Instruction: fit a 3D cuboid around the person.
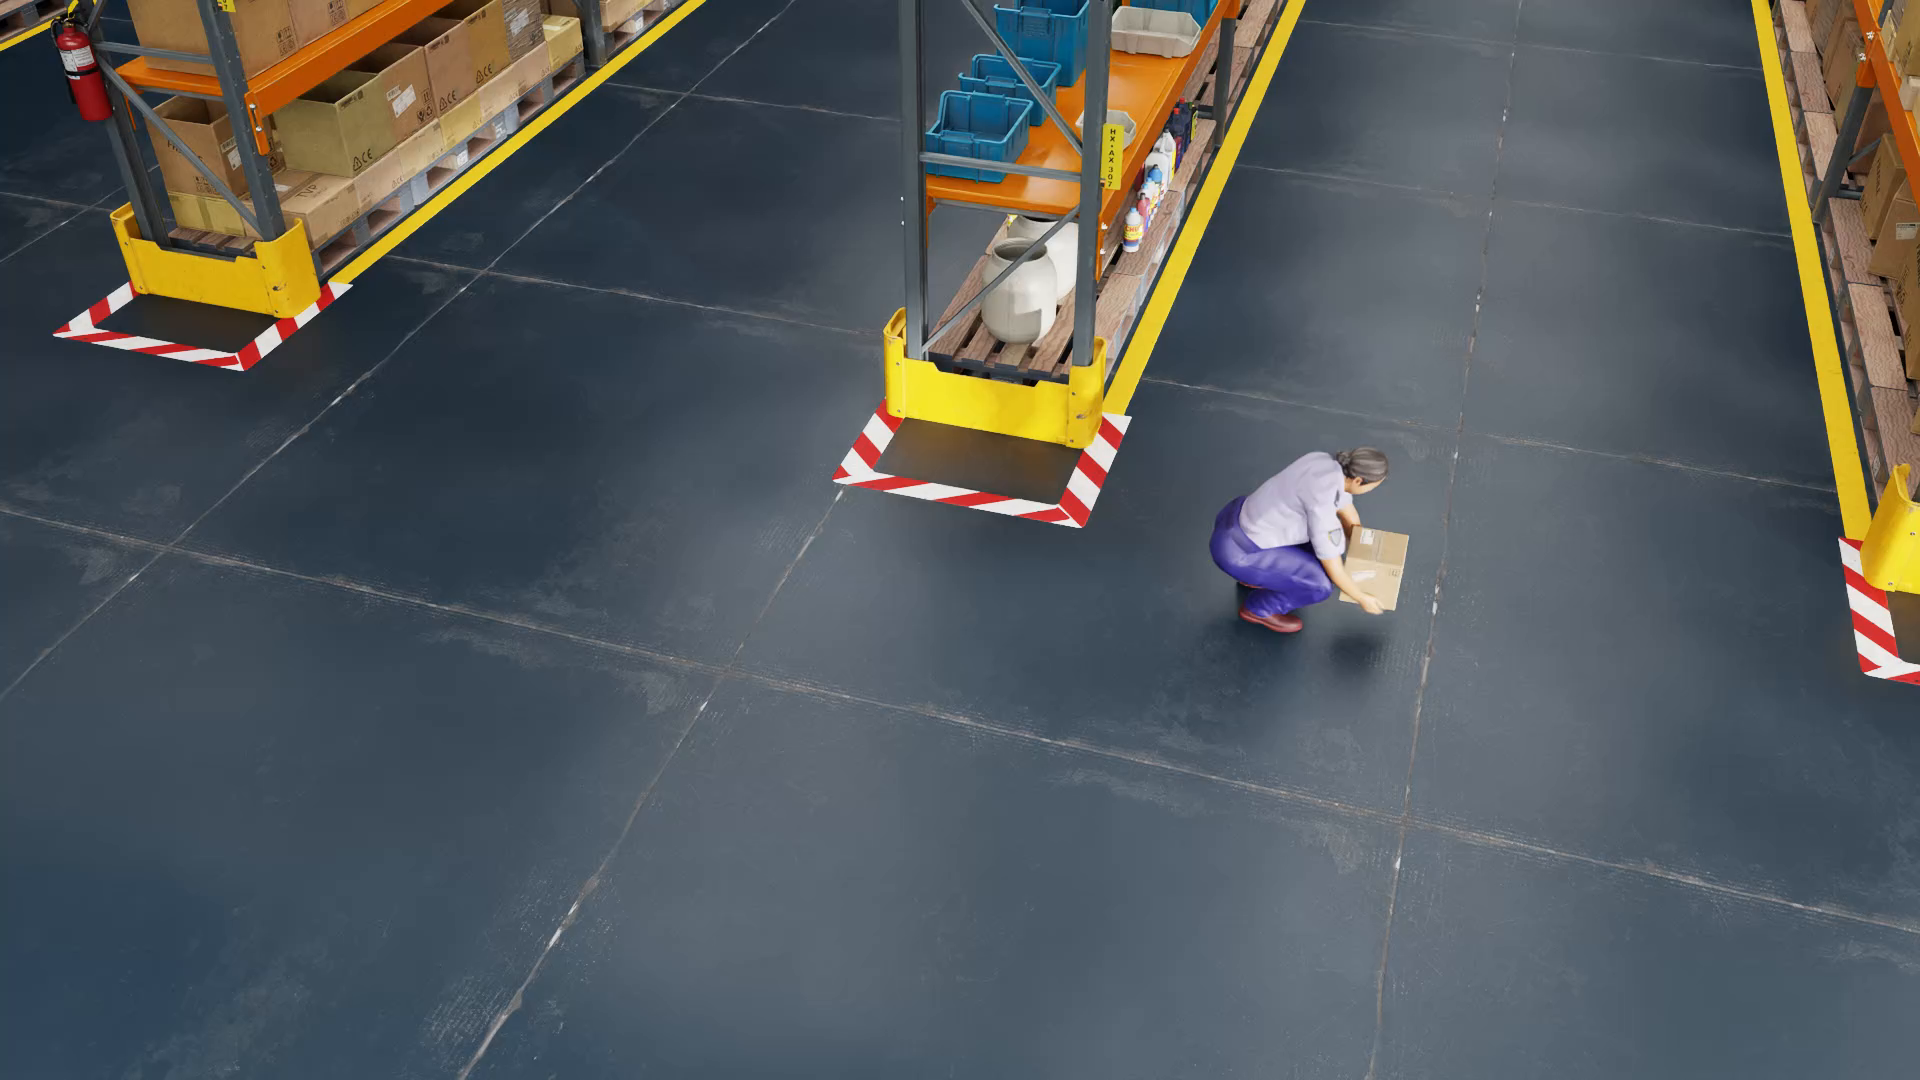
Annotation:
[{"bbox_3d":[1.567,-0.044,7.568,0.823,0.928,0.525,11,39,14],"label":"person"}]
